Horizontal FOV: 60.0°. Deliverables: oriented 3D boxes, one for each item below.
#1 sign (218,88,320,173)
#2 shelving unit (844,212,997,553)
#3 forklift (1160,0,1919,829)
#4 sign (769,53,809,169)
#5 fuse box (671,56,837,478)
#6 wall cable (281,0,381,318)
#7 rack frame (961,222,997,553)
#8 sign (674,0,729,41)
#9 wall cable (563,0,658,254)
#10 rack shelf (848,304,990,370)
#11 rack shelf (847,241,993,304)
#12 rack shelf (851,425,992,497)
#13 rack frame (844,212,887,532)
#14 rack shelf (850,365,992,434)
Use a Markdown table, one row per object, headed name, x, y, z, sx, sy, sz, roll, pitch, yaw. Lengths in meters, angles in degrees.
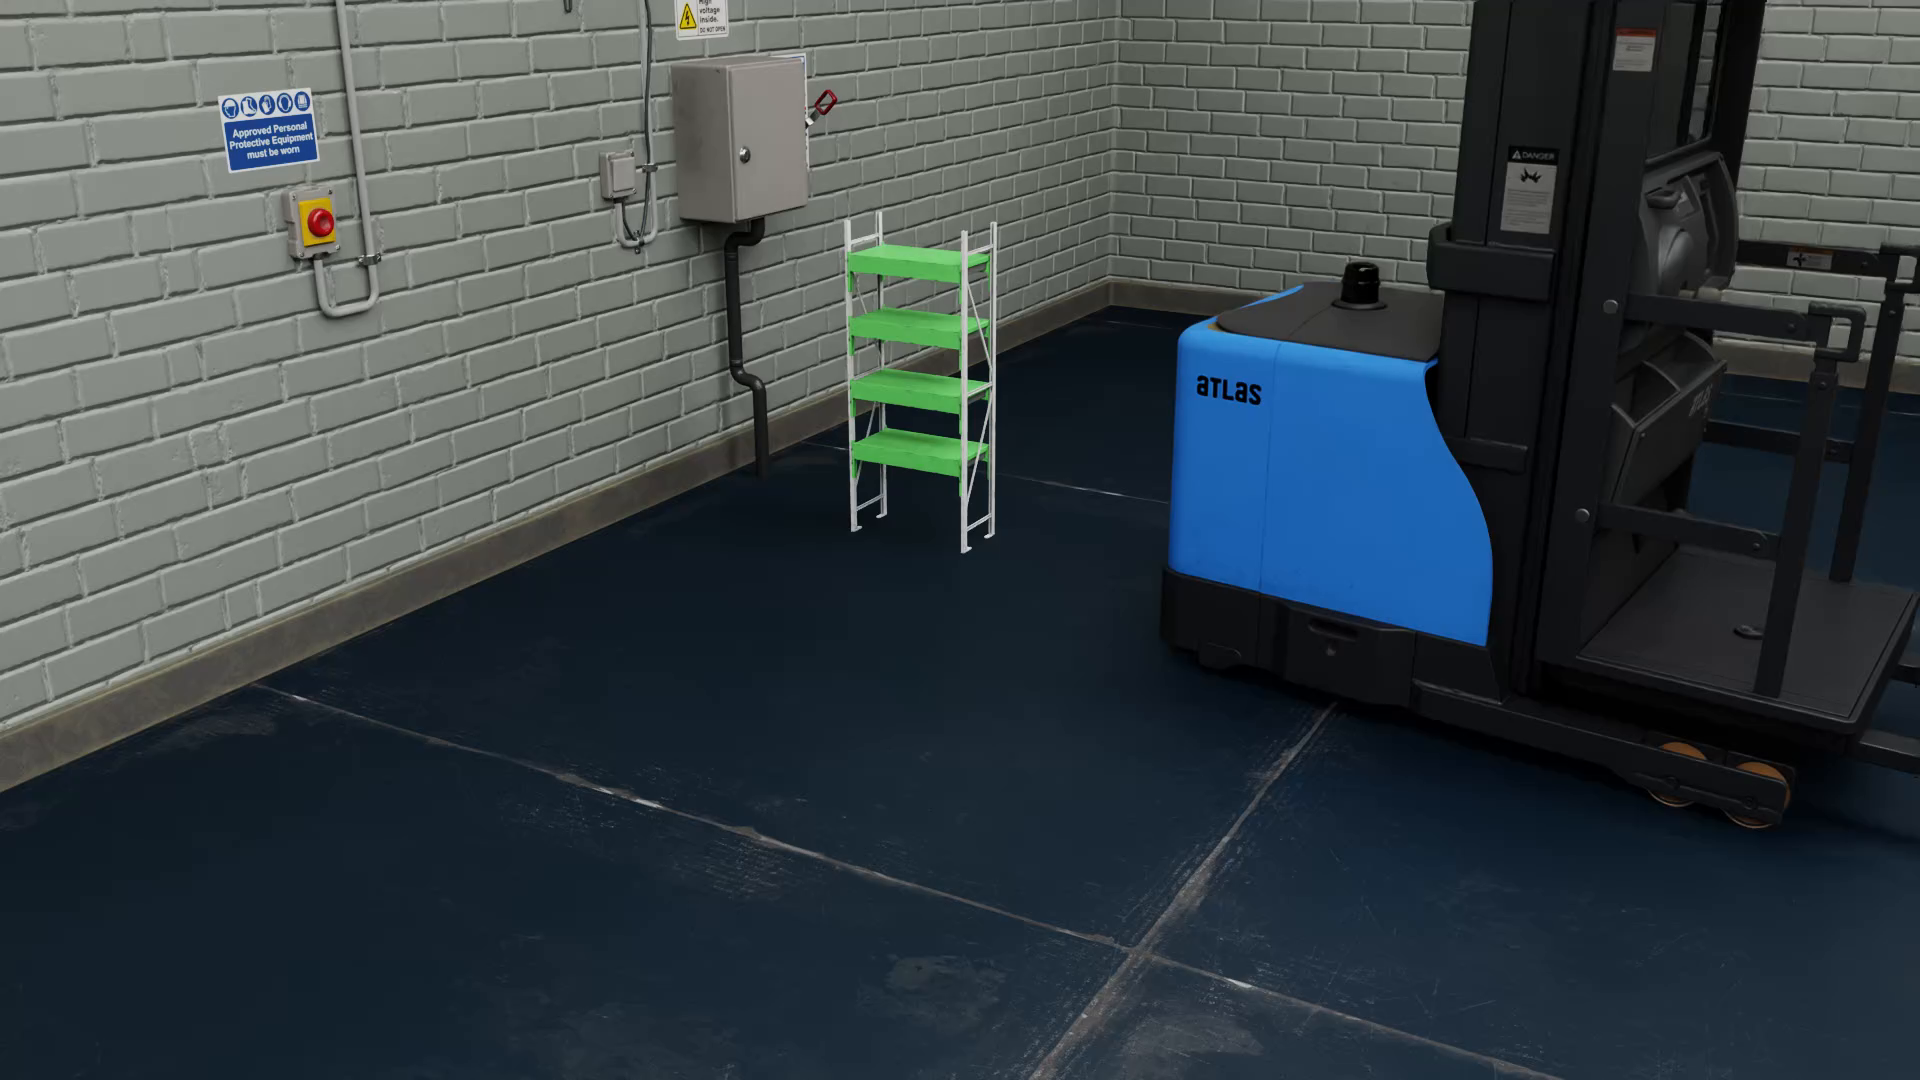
| name | x | y | z | sx | sy | sz | roll | pitch | yaw |
| --- | --- | --- | --- | --- | --- | --- | --- | --- | --- |
| sign | -2.036 | -1.212 | 4.910 | 0.001 | 0.218 | 0.327 | 11 | 23 | 27 |
| shelving unit | -0.145 | -0.592 | 6.236 | 0.503 | 1.200 | 0.258 | 11 | 23 | 27 |
| forklift | 2.128 | -0.836 | 4.372 | 3.031 | 2.935 | 1.130 | 14 | 24 | 34 |
| sign | -0.747 | -1.827 | 7.142 | 0.001 | 0.494 | 0.329 | 11 | 23 | 27 |
| fuse box | -0.807 | -1.084 | 6.845 | 0.414 | 1.711 | 0.539 | 11 | 23 | 27 |
| wall cable | -1.959 | -1.581 | 4.789 | 0.123 | 1.953 | 0.585 | 11 | 23 | 27 |
| rack frame | 0.068 | -0.551 | 6.124 | 0.015 | 1.200 | 0.240 | 11 | 23 | 27 |
| sign | -1.015 | -2.096 | 6.534 | 0.001 | 0.242 | 0.339 | 11 | 23 | 27 |
| wall cable | -1.278 | -1.991 | 5.964 | 0.122 | 1.984 | 0.588 | 11 | 23 | 27 |
| rack shelf | -0.145 | -0.757 | 6.176 | 0.480 | 0.148 | 0.258 | 11 | 23 | 27 |
| rack shelf | -0.145 | -0.983 | 6.094 | 0.480 | 0.148 | 0.258 | 11 | 23 | 27 |
| rack shelf | -0.145 | -0.306 | 6.340 | 0.480 | 0.148 | 0.258 | 11 | 23 | 27 |
| rack frame | -0.358 | -0.632 | 6.348 | 0.015 | 1.200 | 0.240 | 11 | 23 | 27 |
| rack shelf | -0.145 | -0.532 | 6.258 | 0.480 | 0.148 | 0.258 | 11 | 23 | 27 |
